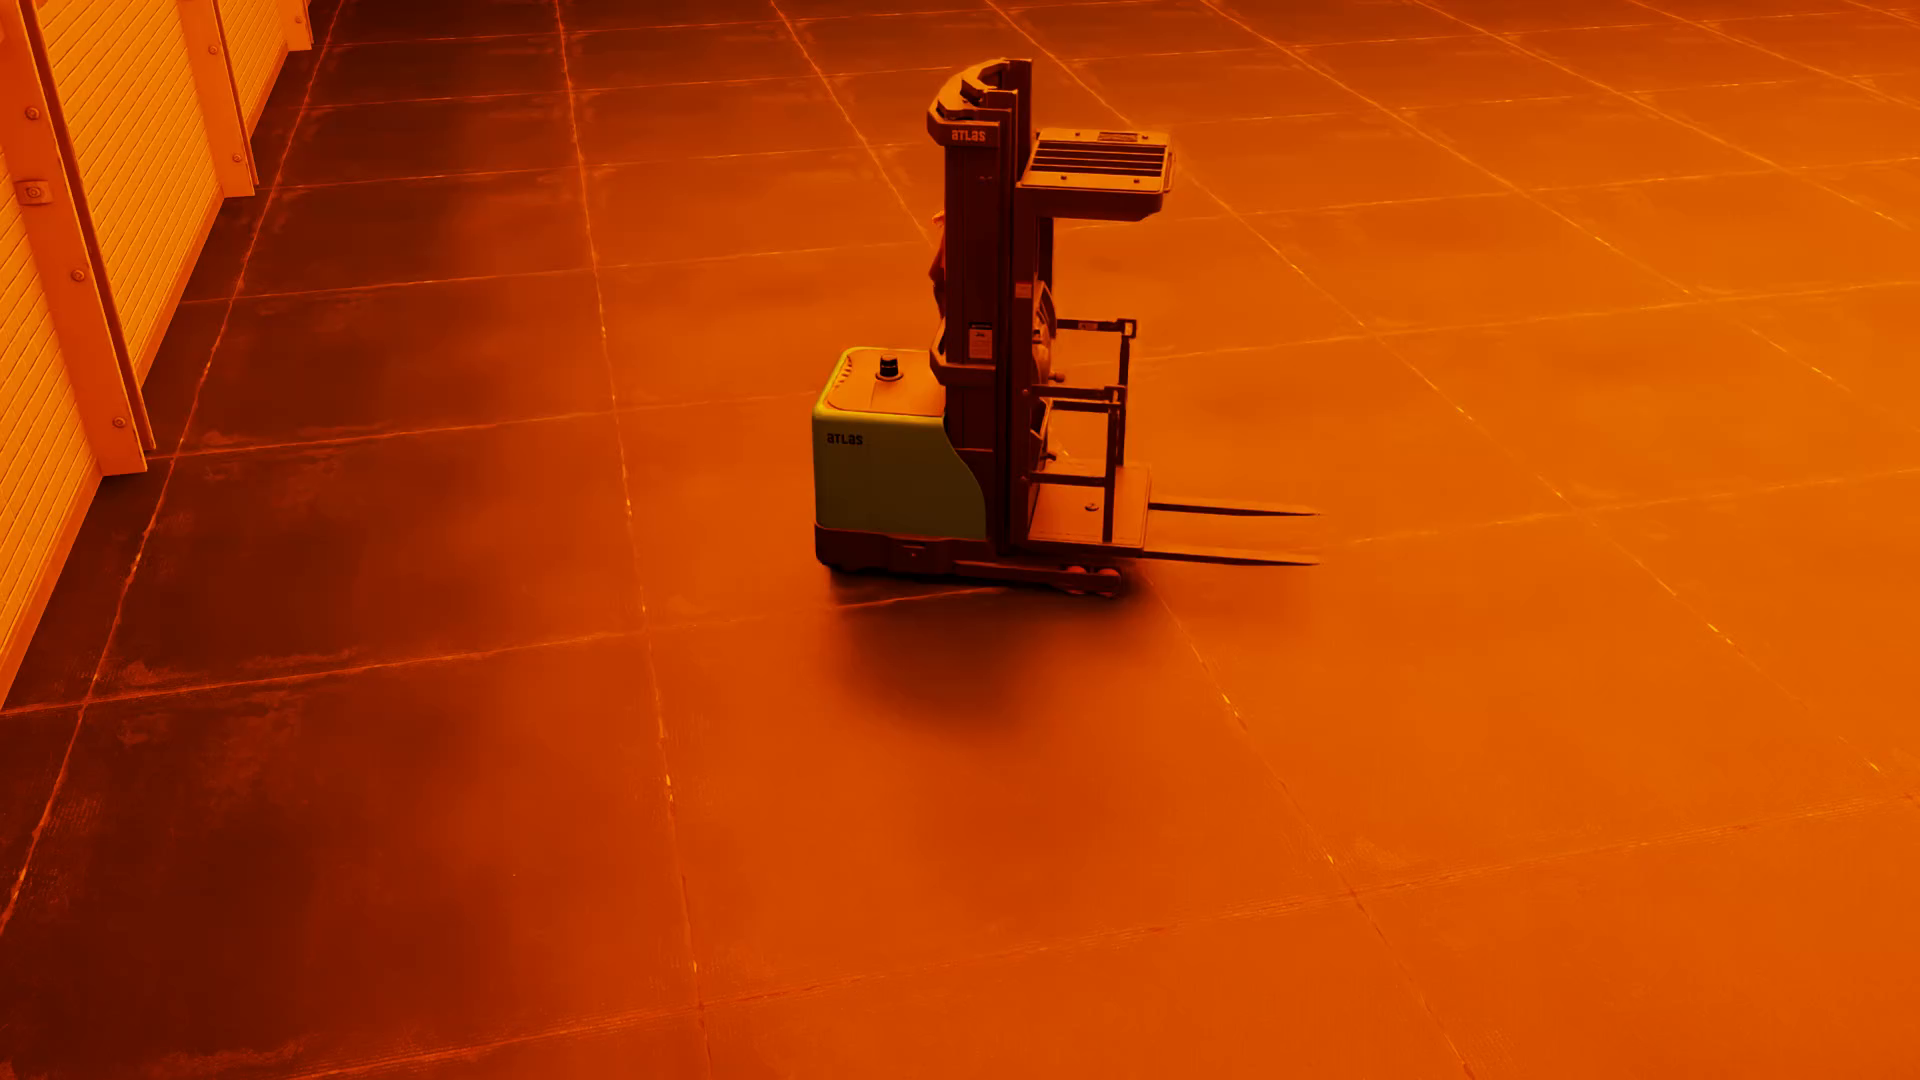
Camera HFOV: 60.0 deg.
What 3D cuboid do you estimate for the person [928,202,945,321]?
[{"bbox_3d":[0.026,-2.124,12.532,0.668,1.663,0.823,-14,33,-22],"label":"person"}]

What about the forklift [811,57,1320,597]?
[{"bbox_3d":[0.677,-1.216,9.676,3.031,2.935,1.130,4,30,8],"label":"forklift"}]
